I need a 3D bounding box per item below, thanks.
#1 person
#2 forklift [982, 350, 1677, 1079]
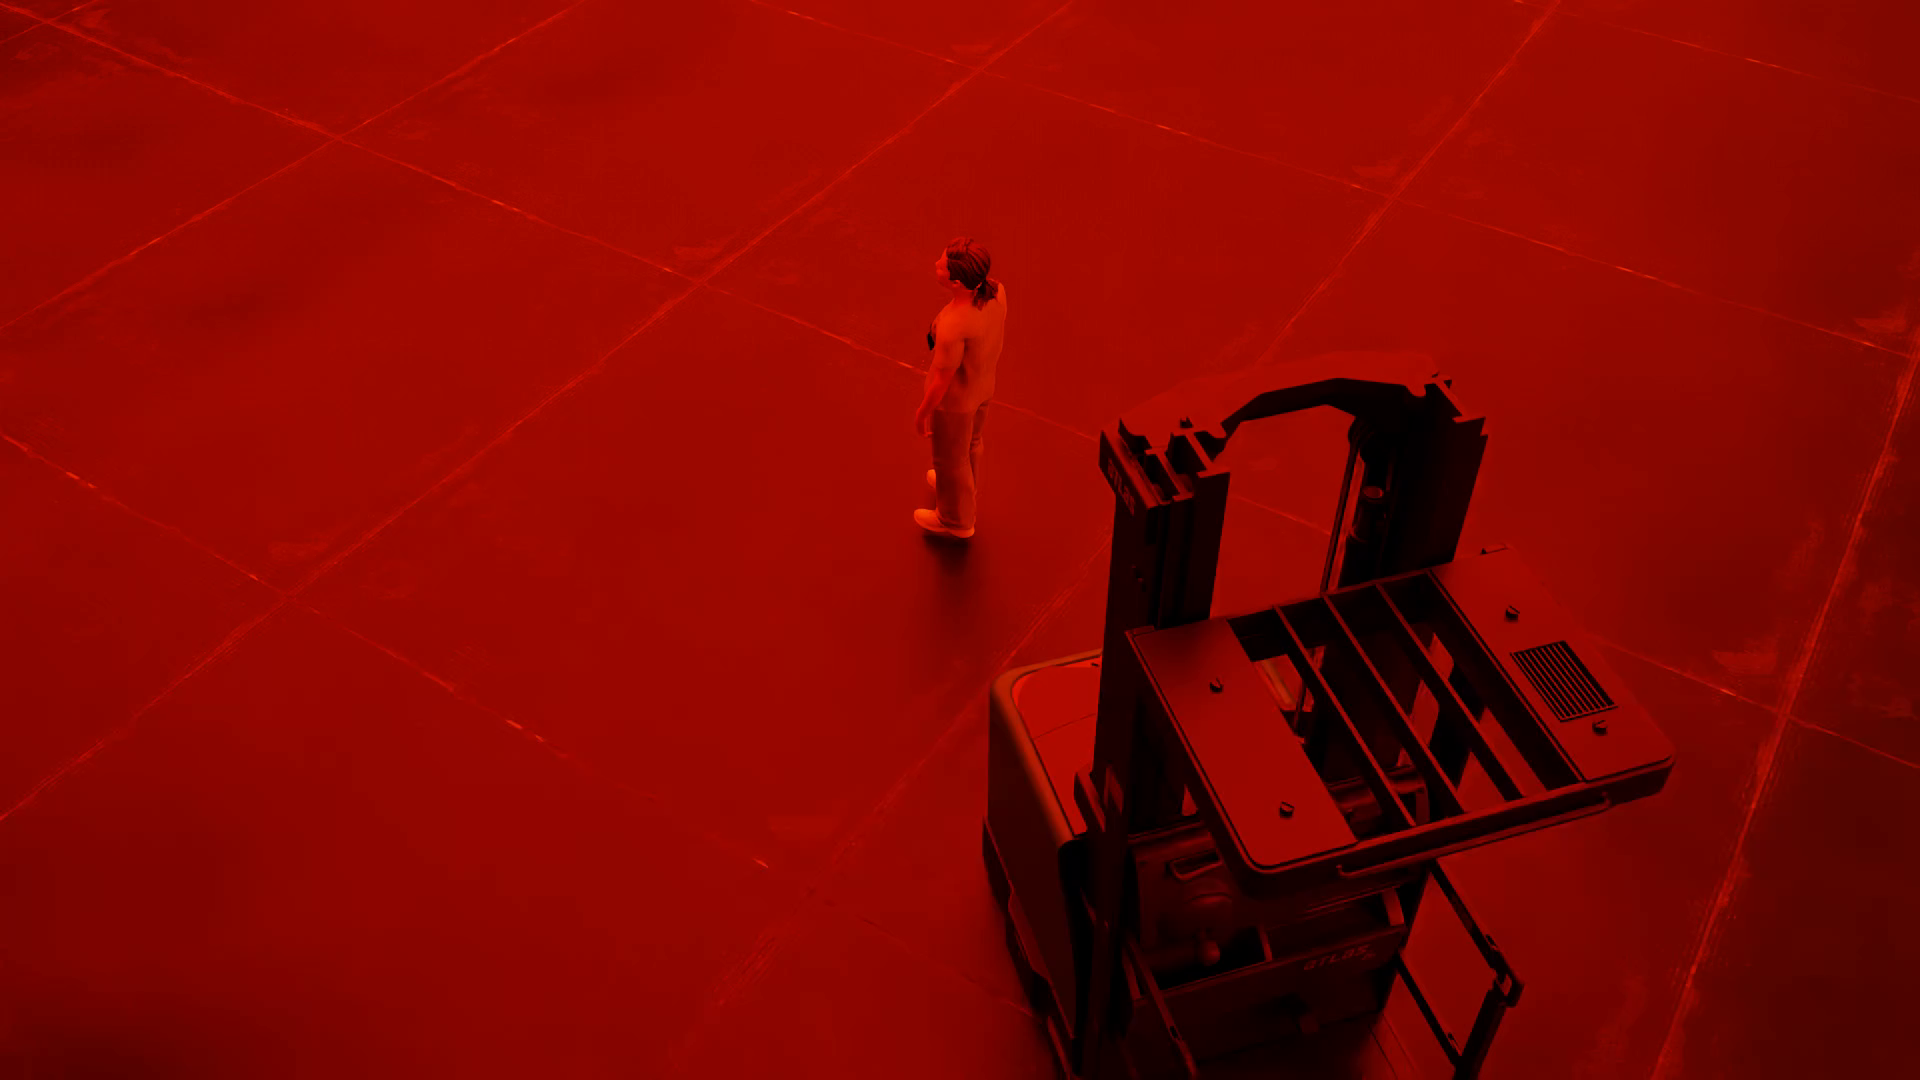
[{"bbox_3d":[-0.055,-0.678,7.407,0.548,1.674,0.548,24,48,23],"label":"person"},{"bbox_3d":[1.015,1.061,4.730,1.130,2.935,3.031,-12,45,-13],"label":"forklift"}]
